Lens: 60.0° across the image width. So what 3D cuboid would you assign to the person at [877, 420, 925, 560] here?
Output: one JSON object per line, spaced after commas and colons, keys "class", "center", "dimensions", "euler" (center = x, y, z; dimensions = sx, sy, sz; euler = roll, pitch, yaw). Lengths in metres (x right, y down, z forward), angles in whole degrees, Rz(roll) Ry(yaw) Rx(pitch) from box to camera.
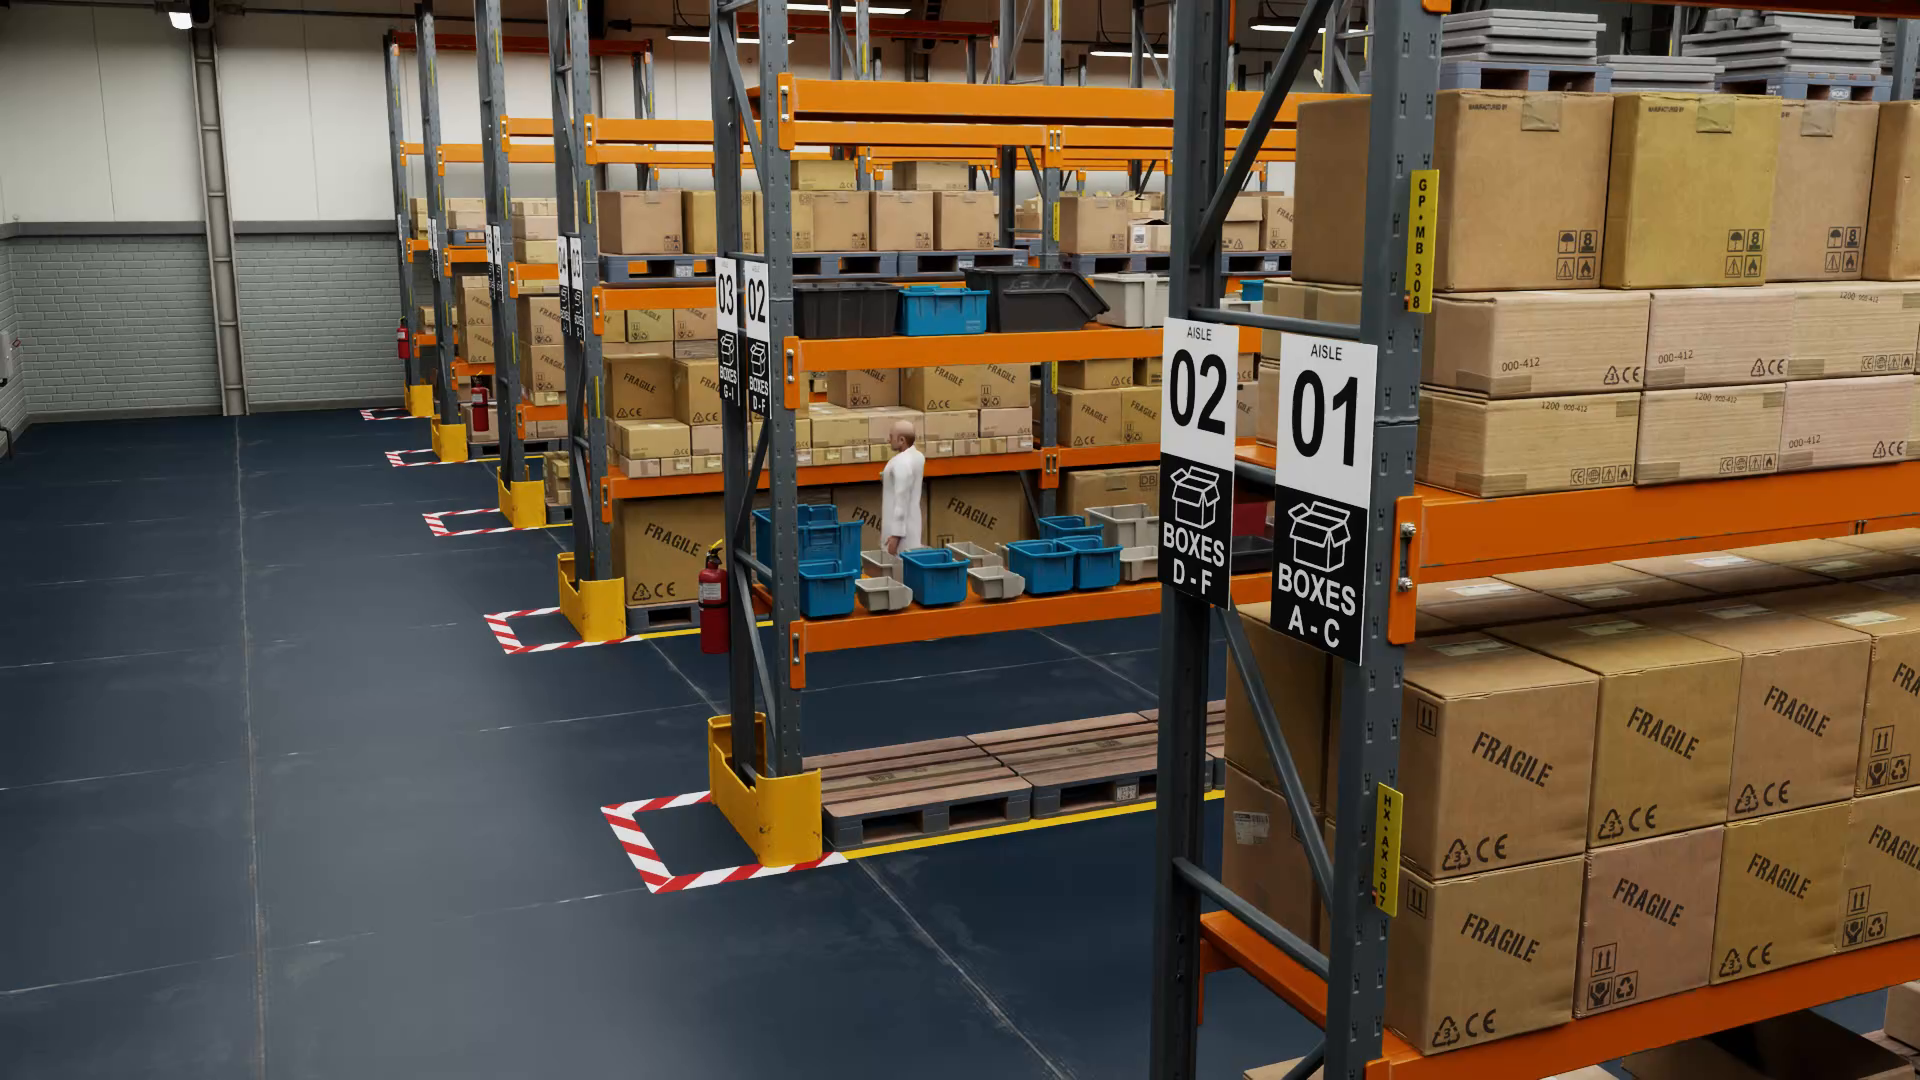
{"class": "person", "center": [-0.537, -0.066, 13.362], "dimensions": [0.481, 1.820, 0.636], "euler": [3, 12, 12]}
